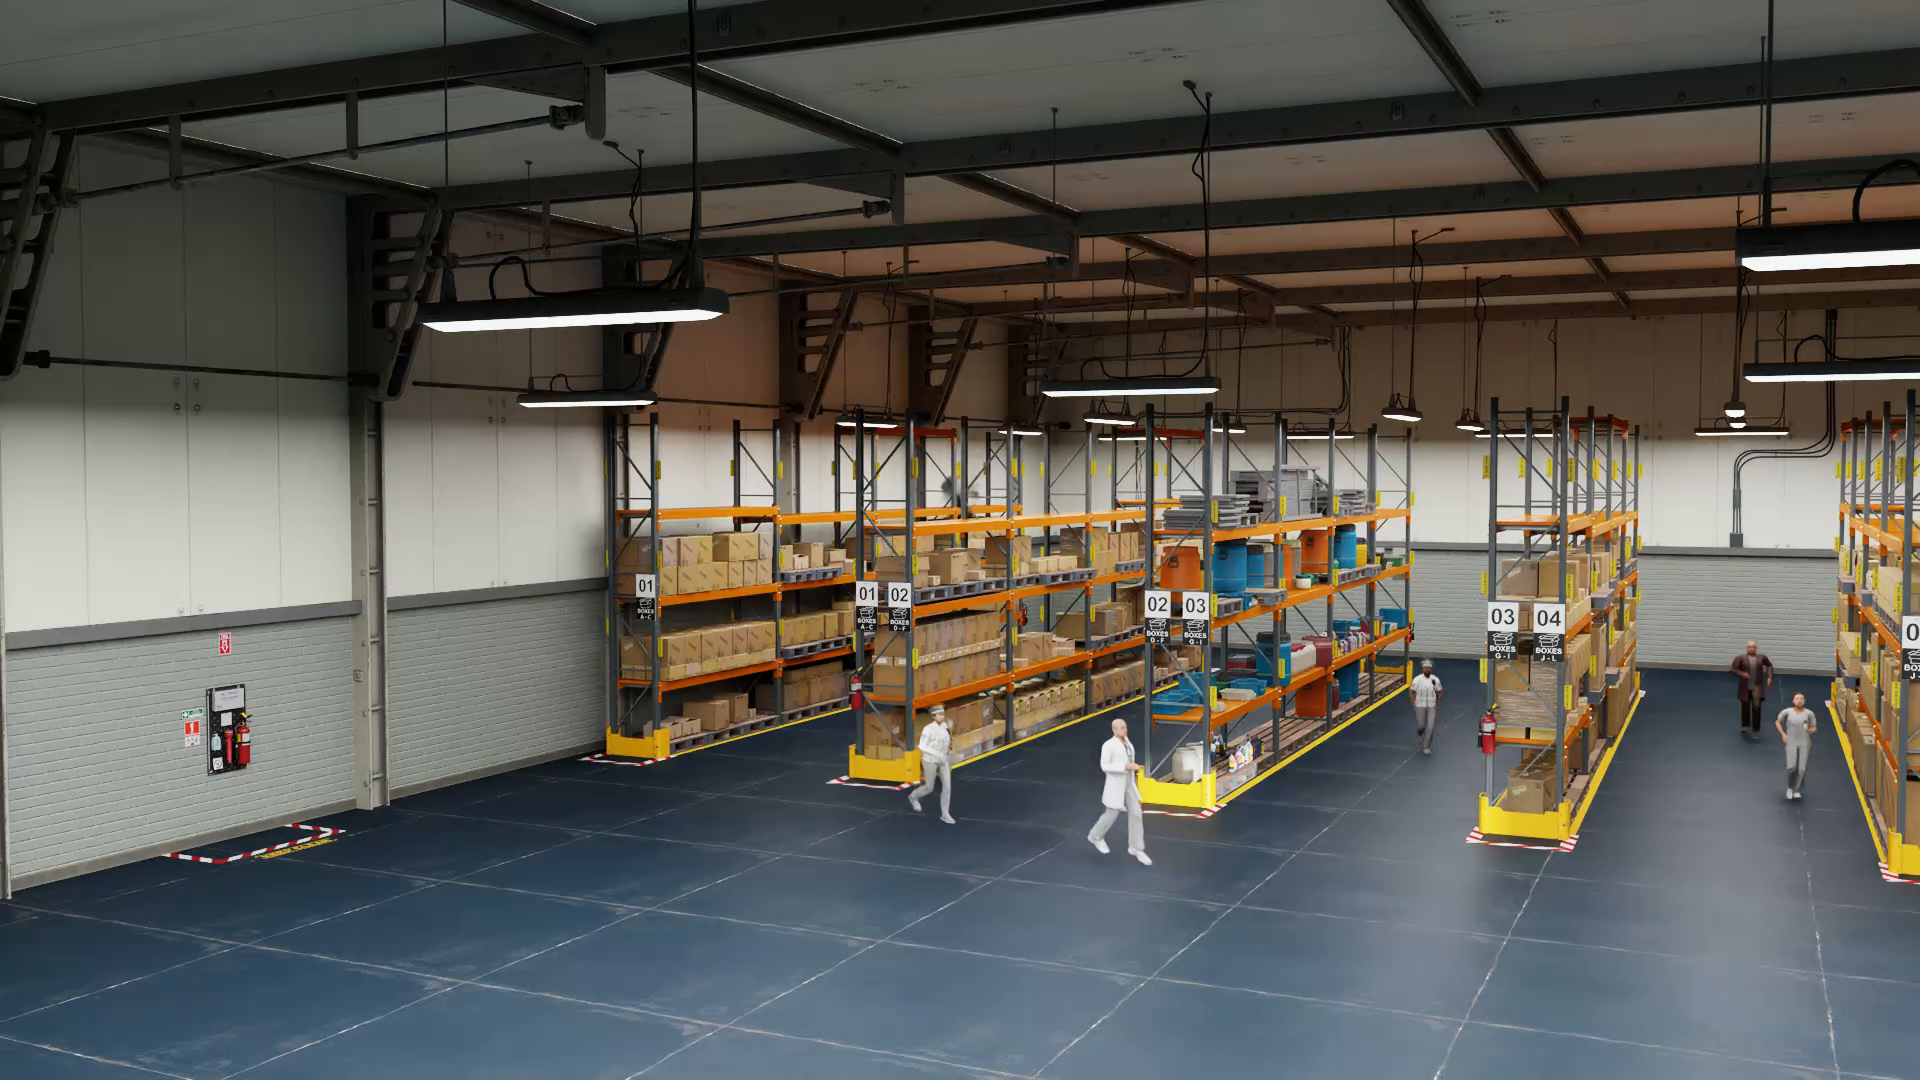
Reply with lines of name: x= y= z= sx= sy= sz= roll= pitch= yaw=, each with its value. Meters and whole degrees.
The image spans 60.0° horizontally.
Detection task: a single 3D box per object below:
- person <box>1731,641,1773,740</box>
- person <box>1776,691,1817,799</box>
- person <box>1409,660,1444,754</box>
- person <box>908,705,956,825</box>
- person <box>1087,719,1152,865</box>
person: x=14.831 y=2.823 z=31.148 sx=0.735 sy=1.869 sz=0.805 roll=1 pitch=3 yaw=23
person: x=12.649 y=3.113 z=25.117 sx=0.550 sy=1.644 sz=0.597 roll=1 pitch=3 yaw=19
person: x=8.267 y=2.946 z=29.464 sx=0.587 sy=1.647 sz=0.566 roll=0 pitch=2 yaw=11
person: x=-0.379 y=3.164 z=23.719 sx=0.603 sy=1.682 sz=0.898 roll=-2 pitch=3 yaw=-39
person: x=2.027 y=3.205 z=21.361 sx=0.697 sy=1.831 sz=0.966 roll=-2 pitch=3 yaw=-42
